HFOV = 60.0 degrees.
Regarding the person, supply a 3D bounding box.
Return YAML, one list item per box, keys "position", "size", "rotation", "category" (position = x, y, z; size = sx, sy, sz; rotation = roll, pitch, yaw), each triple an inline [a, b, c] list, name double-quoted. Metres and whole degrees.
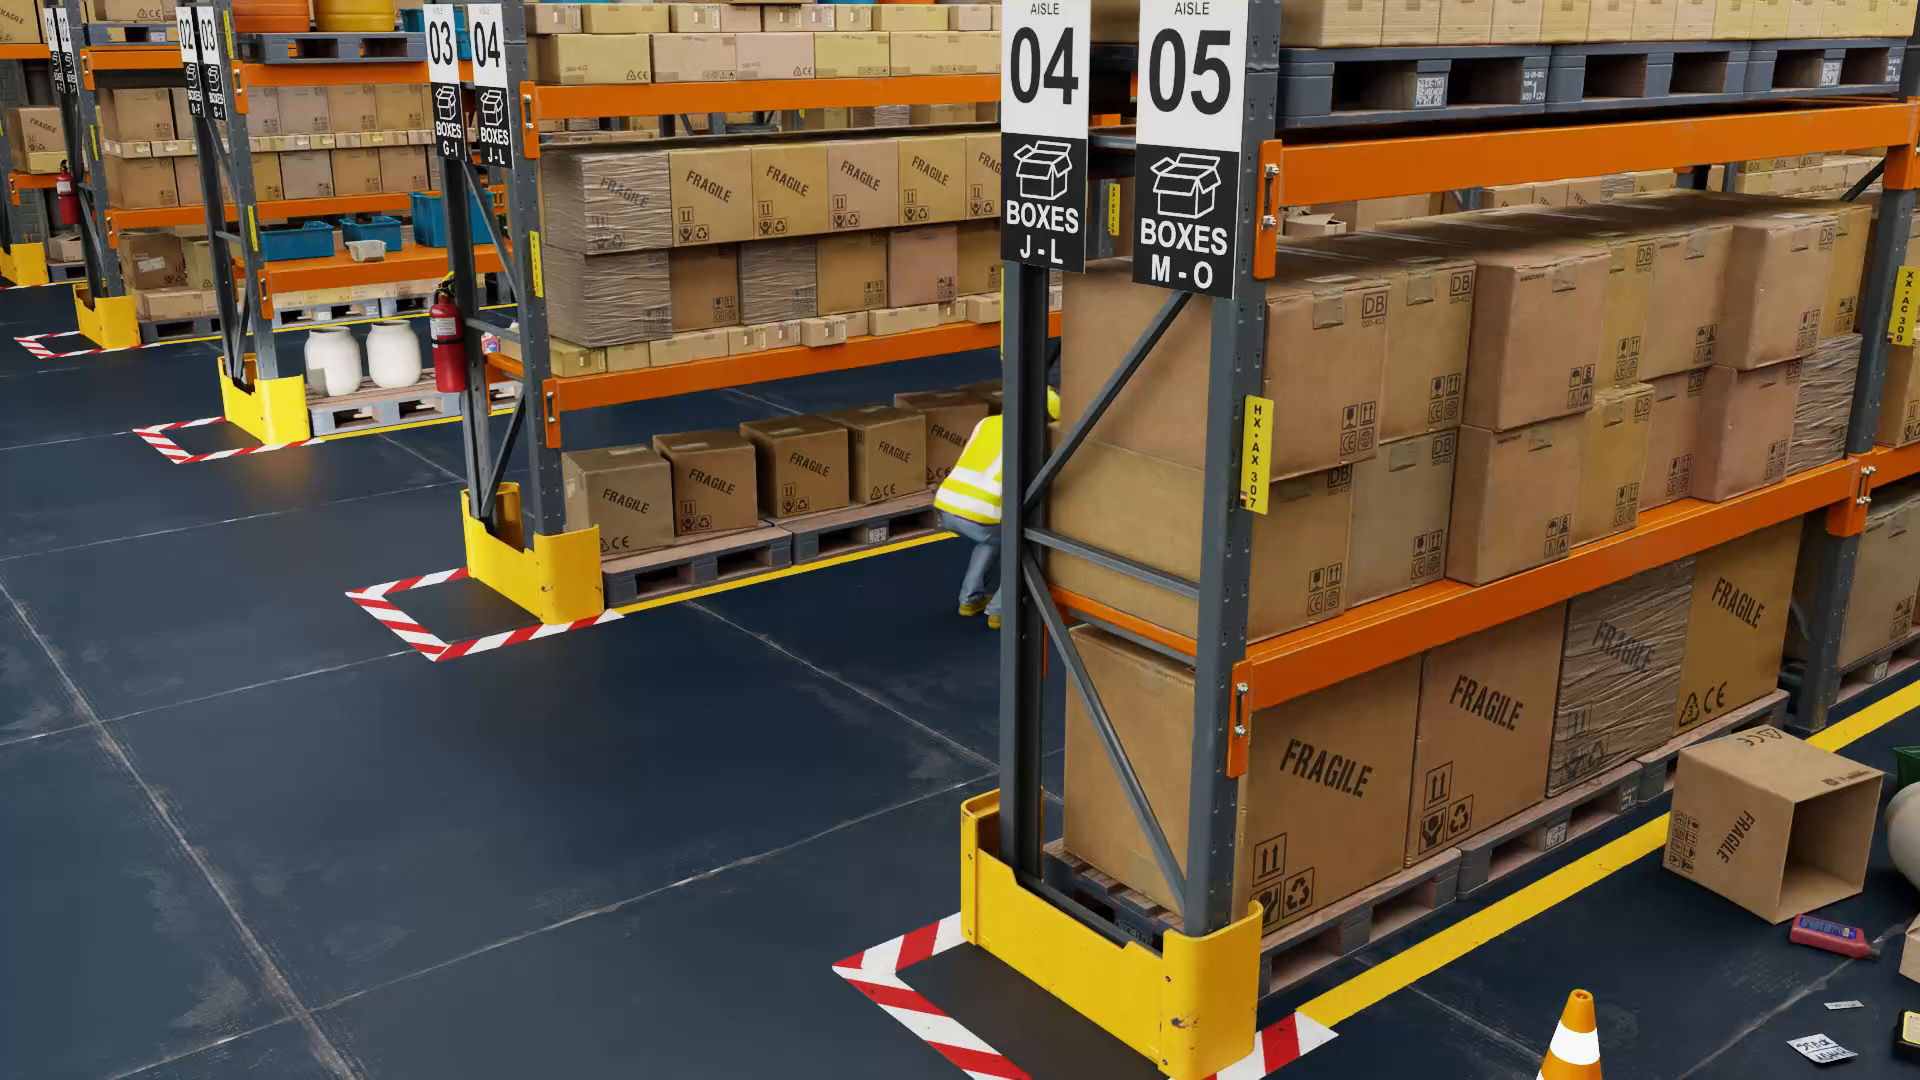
- position: [0.241, -0.148, 9.035]
  size: [0.857, 1.133, 0.607]
  rotation: [-13, 22, -36]
  category: "person"
